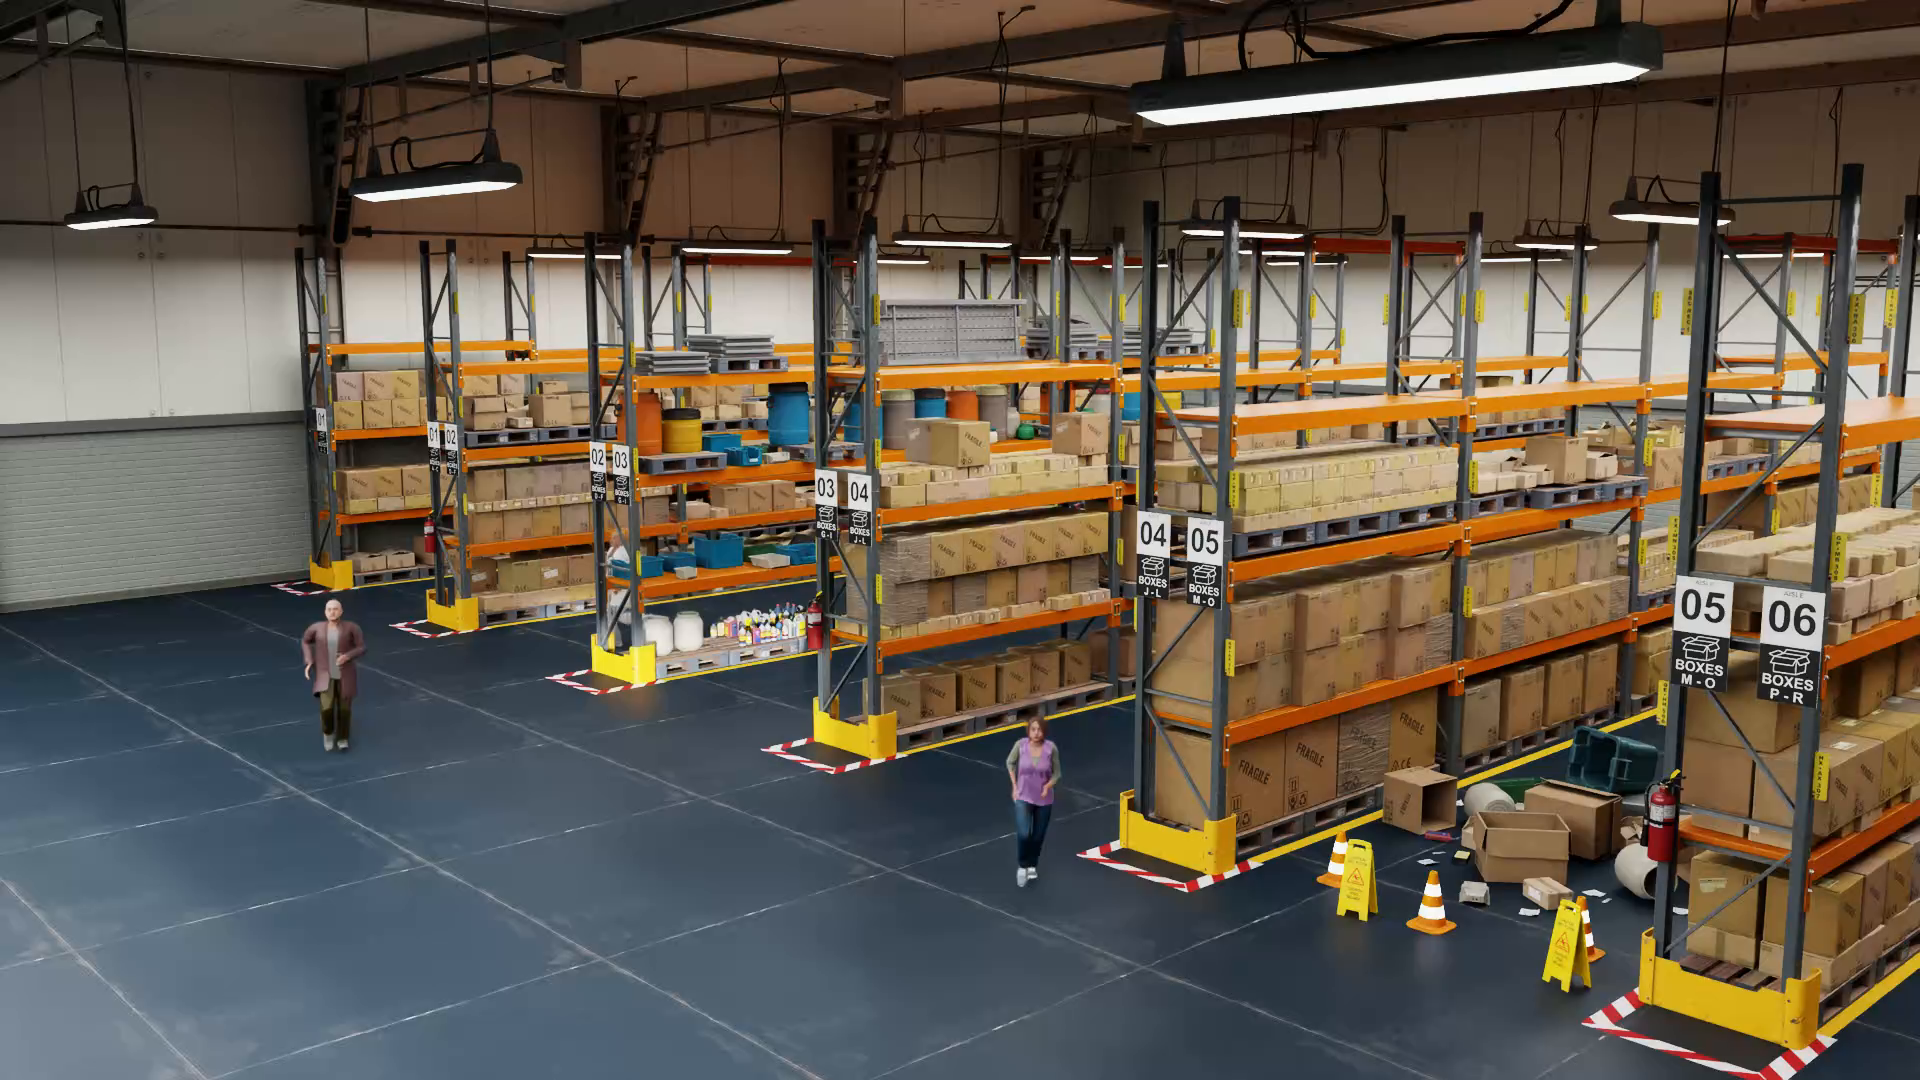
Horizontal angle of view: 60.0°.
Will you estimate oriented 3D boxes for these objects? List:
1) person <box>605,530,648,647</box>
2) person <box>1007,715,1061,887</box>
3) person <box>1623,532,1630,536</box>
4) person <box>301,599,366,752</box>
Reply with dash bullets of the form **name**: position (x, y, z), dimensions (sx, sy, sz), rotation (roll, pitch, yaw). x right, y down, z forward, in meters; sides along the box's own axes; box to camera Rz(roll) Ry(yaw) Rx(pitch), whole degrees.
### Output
- **person**: position (-4.999, 0.712, 24.551), dimensions (0.751, 1.733, 0.774), rotation (7, 11, 41)
- **person**: position (0.646, 2.274, 14.522), dimensions (0.468, 1.549, 0.695), rotation (0, 8, -1)
- **person**: position (10.159, 0.681, 25.299), dimensions (0.668, 1.605, 0.622), rotation (-6, 10, -34)
- **person**: position (-7.069, 1.544, 18.804), dimensions (0.694, 1.742, 0.700), rotation (-3, 9, -19)
